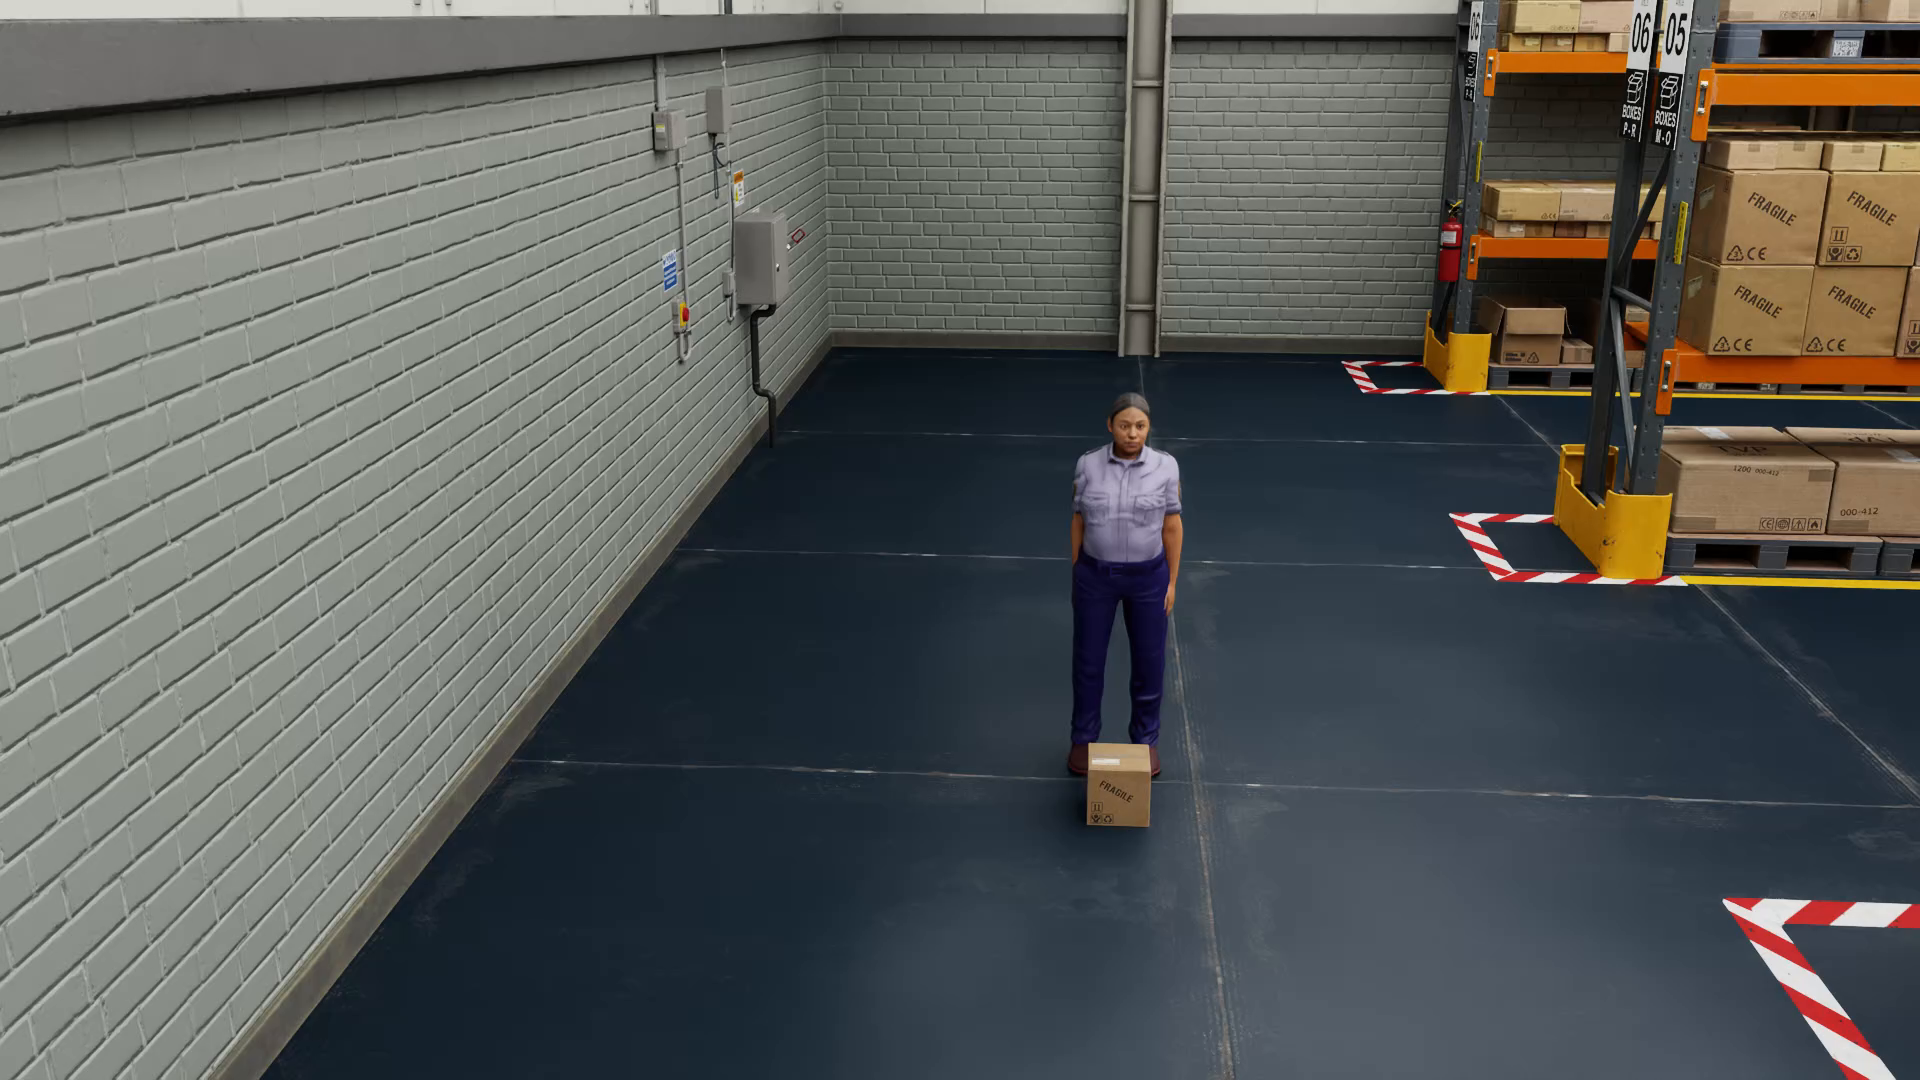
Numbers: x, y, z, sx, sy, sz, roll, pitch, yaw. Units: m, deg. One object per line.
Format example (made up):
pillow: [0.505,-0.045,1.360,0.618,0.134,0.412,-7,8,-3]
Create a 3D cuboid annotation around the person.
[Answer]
person: [0.692,0.190,6.988,0.467,1.646,0.343,2,18,6]
